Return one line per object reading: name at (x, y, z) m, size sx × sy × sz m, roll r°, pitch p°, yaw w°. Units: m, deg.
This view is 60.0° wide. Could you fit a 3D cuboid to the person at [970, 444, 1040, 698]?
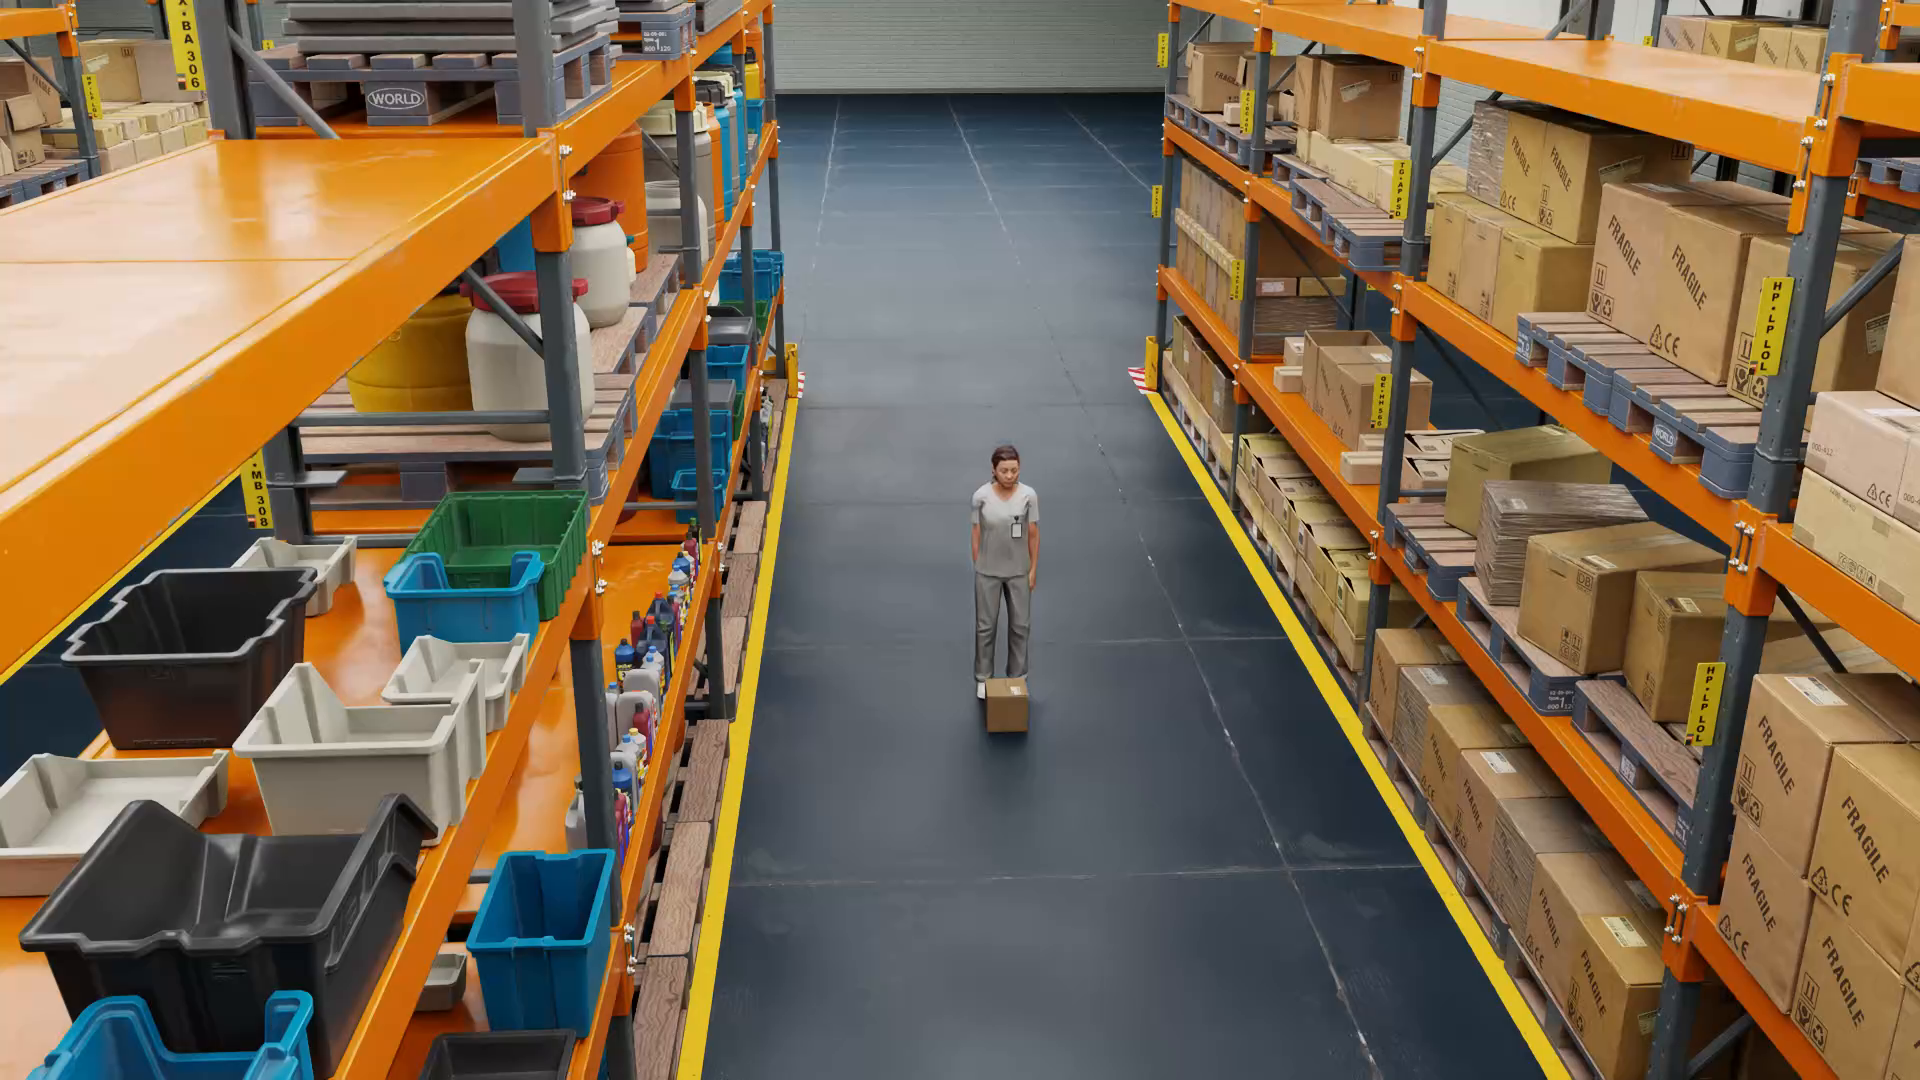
person at (0.285, 0.194, 10.569) m, size 0.439 × 1.672 × 0.362 m, roll -1°, pitch 20°, yaw -2°
